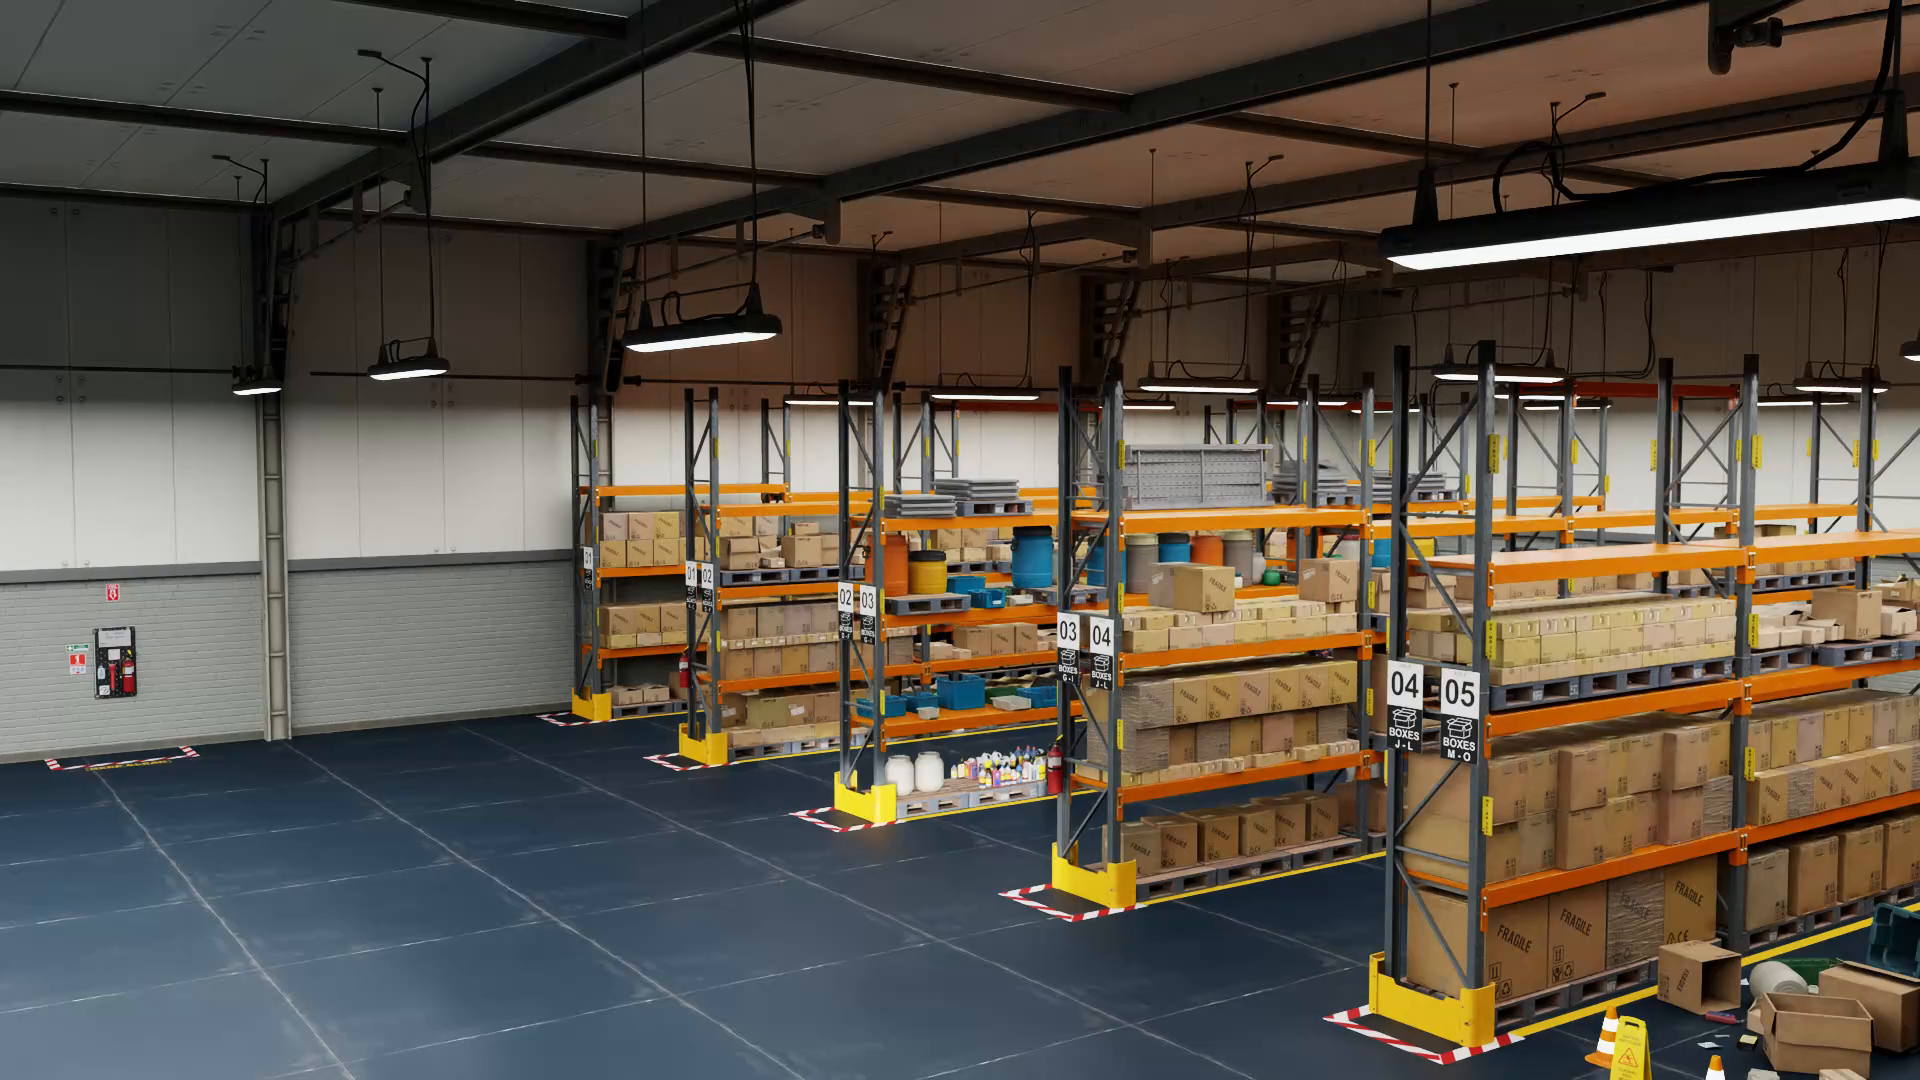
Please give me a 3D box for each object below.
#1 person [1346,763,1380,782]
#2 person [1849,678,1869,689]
[{"bbox_3d":[5.808,2.847,23.900,0.589,1.773,0.444,-1,4,-17],"label":"person"},{"bbox_3d":[13.618,2.825,25.212,1.044,1.632,0.419,-3,4,-39],"label":"person"}]
